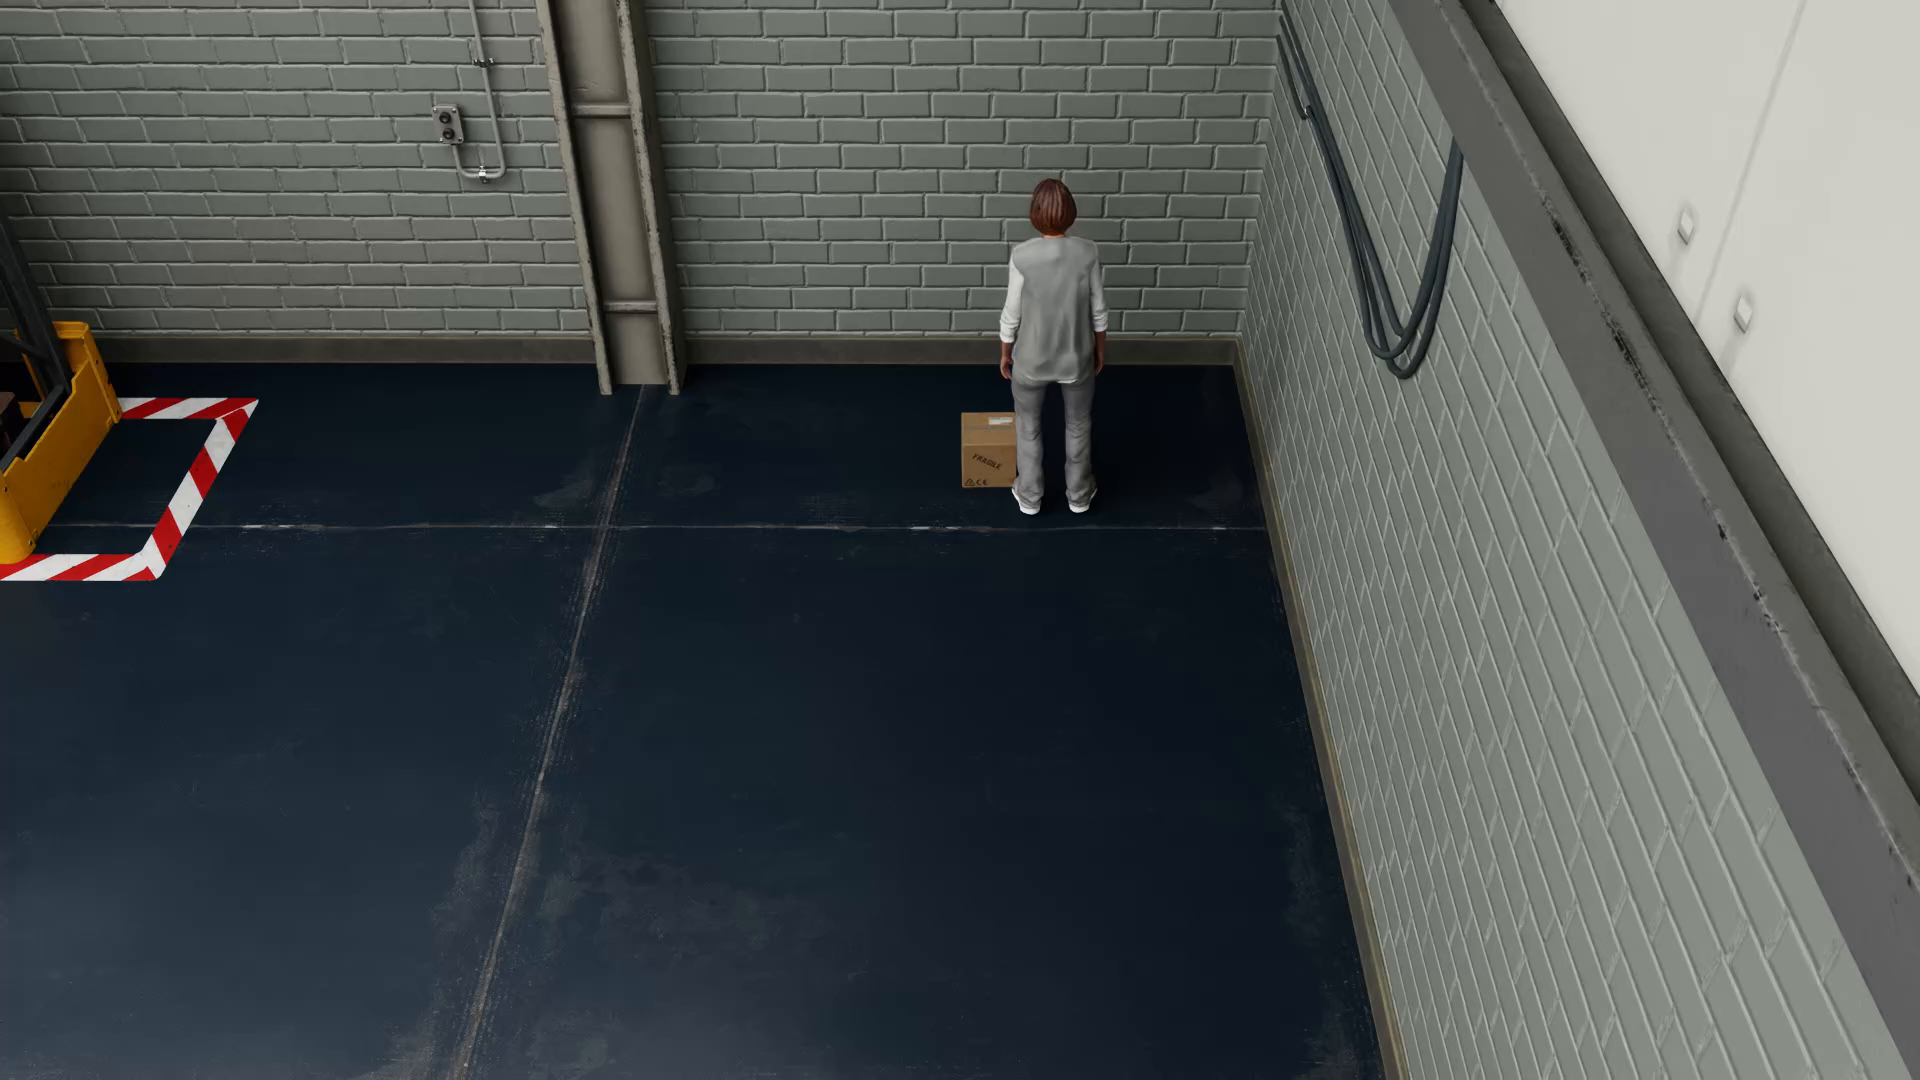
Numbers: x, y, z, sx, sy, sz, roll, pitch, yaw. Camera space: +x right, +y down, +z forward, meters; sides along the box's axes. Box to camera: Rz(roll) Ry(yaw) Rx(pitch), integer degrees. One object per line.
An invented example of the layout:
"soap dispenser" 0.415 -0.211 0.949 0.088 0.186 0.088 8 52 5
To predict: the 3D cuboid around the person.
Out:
"person" 0.391 -1.043 6.878 0.458 0.912 0.330 -2 40 -2
